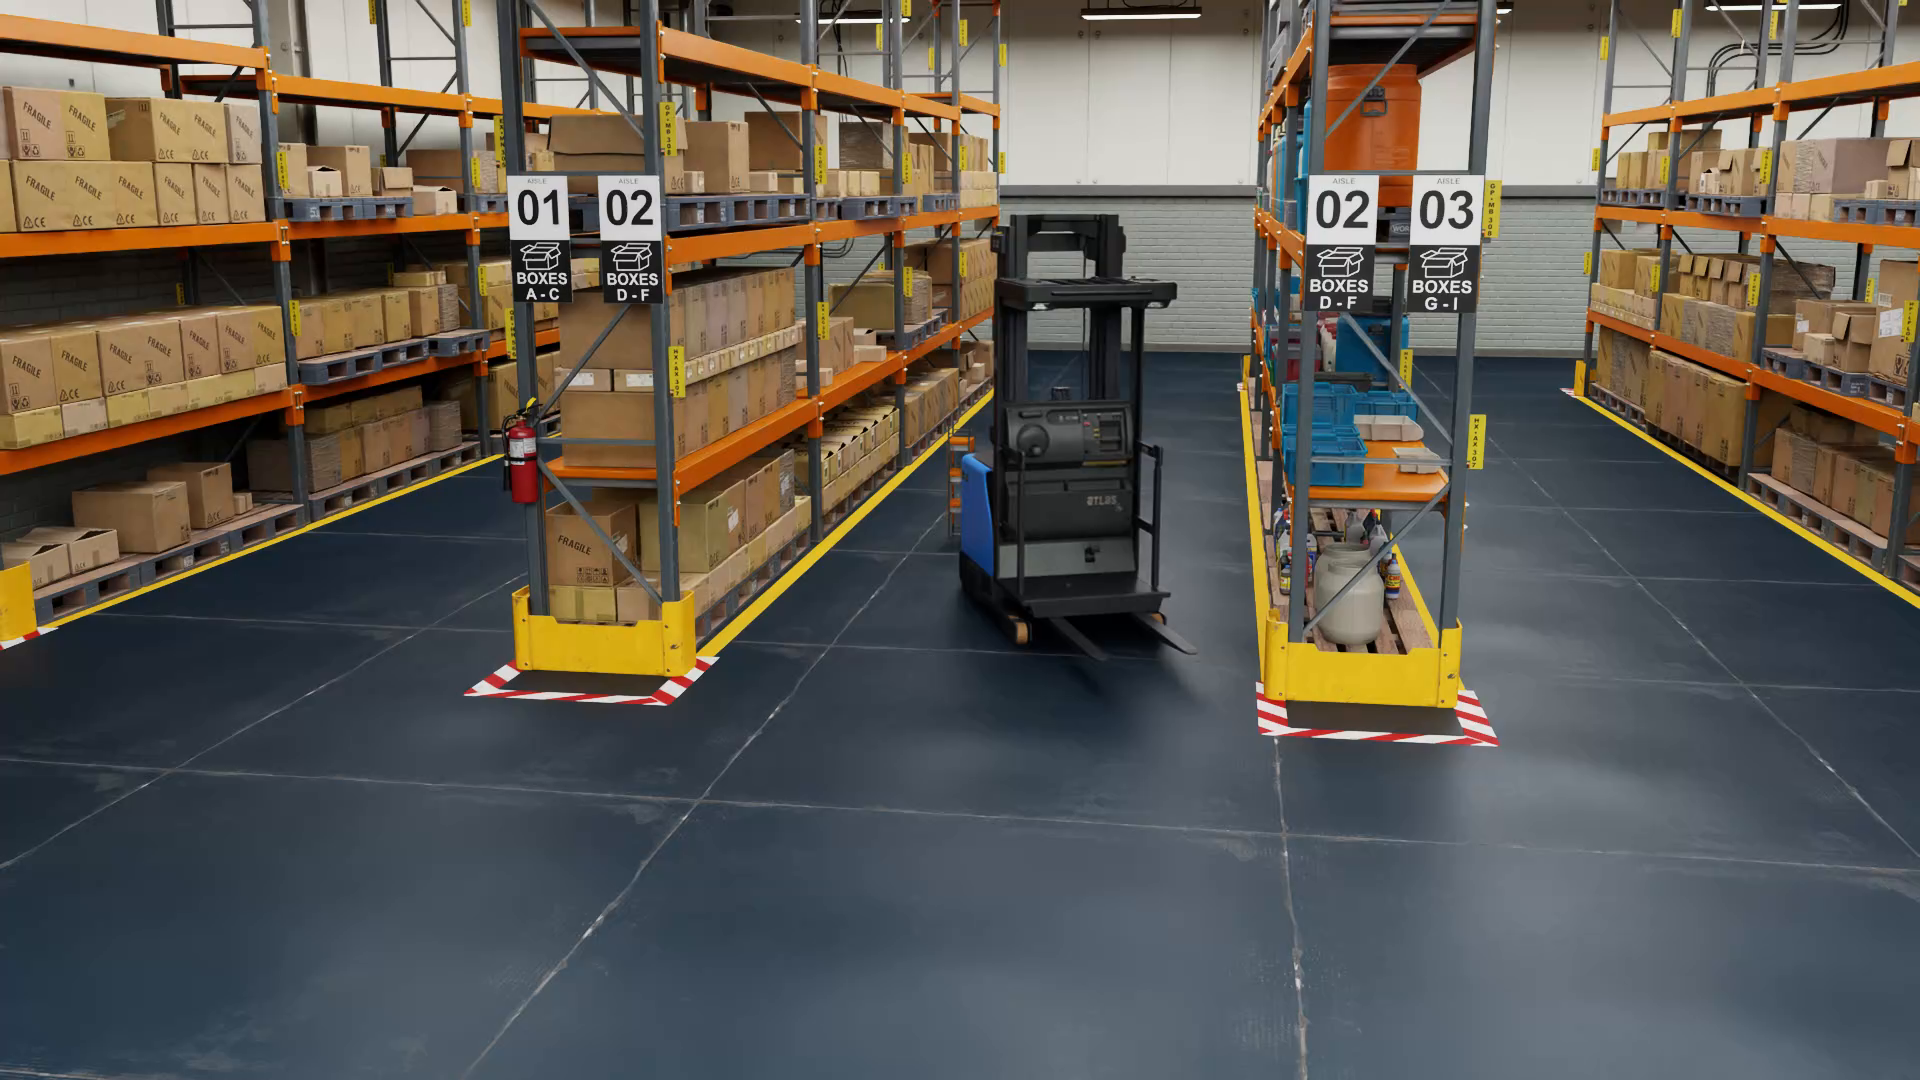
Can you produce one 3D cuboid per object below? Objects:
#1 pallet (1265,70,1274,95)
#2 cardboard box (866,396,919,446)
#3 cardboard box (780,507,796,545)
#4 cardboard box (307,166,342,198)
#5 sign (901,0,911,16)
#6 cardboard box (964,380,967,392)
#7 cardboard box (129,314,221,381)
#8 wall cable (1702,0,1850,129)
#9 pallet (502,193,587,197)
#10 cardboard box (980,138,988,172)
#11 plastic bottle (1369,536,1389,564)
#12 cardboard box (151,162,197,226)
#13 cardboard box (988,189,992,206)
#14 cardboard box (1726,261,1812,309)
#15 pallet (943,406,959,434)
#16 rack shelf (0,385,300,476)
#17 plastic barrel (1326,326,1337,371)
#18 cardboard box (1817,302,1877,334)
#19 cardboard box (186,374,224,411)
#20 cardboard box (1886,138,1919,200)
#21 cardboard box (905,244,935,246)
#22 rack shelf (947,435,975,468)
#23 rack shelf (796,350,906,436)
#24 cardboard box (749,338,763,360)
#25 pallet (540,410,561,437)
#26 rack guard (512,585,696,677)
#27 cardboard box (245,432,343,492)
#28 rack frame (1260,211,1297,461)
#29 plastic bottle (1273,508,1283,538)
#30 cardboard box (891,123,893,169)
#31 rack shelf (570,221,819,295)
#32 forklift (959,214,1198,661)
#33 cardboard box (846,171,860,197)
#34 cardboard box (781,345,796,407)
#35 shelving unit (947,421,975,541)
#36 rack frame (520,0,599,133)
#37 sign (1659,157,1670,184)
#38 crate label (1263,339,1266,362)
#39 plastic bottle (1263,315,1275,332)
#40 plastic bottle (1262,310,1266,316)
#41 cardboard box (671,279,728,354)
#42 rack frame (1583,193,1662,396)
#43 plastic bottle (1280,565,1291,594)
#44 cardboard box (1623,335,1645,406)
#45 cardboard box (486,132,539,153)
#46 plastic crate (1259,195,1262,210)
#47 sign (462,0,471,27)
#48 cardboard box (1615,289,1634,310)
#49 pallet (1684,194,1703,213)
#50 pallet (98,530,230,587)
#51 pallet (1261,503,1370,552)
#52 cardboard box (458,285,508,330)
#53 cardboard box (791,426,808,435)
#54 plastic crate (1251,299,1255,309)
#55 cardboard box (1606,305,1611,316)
[{"bbox_3d":[3.911,-4.930,17.905,1.213,0.211,1.003,2,12,9],"label":"pallet"},{"bbox_3d":[-0.772,-1.375,19.145,0.500,0.500,0.500,2,12,11],"label":"cardboard box"},{"bbox_3d":[-1.681,-0.118,13.950,0.500,0.250,0.500,2,12,9],"label":"cardboard box"},{"bbox_3d":[-6.377,-3.491,16.168,0.500,0.311,0.500,2,12,10],"label":"cardboard box"},{"bbox_3d":[-0.575,-5.746,17.704,0.100,0.325,0.005,2,12,9],"label":"sign"},{"bbox_3d":[-0.107,-2.220,23.857,0.380,0.166,0.250,2,12,9],"label":"cardboard box"},{"bbox_3d":[-6.561,-1.610,13.872,0.500,0.500,0.500,2,12,7],"label":"cardboard box"},{"bbox_3d":[14.170,-9.211,28.738,2.277,5.999,0.120,2,12,9],"label":"wall cable"},{"bbox_3d":[-5.496,-4.470,21.947,0.805,0.209,1.217,1,12,6],"label":"pallet"},{"bbox_3d":[0.043,-5.859,25.328,0.700,0.500,0.500,2,12,9],"label":"cardboard box"},{"bbox_3d":[3.232,0.098,12.840,0.152,0.276,0.135,2,12,10],"label":"plastic bottle"},{"bbox_3d":[-6.606,-2.814,13.527,0.500,0.500,0.500,1,12,6],"label":"cardboard box"},{"bbox_3d":[0.200,-5.136,24.941,0.500,0.250,0.500,2,12,9],"label":"cardboard box"},{"bbox_3d":[8.895,-2.802,18.255,0.797,0.503,0.637,2,12,10],"label":"cardboard box"},{"bbox_3d":[-0.597,-1.596,21.897,1.003,0.211,1.213,2,12,9],"label":"pallet"},{"bbox_3d":[-6.942,-0.856,13.552,1.077,0.370,4.000,2,12,9],"label":"rack shelf"},{"bbox_3d":[3.631,-1.714,15.504,0.433,0.535,0.433,0,12,0],"label":"plastic barrel"},{"bbox_3d":[8.633,-1.996,15.901,0.700,0.500,0.500,4,13,17],"label":"cardboard box"},{"bbox_3d":[-6.555,-1.243,13.951,0.500,0.250,0.500,2,12,8],"label":"cardboard box"},{"bbox_3d":[8.363,-3.155,14.152,0.797,0.503,0.637,2,12,11],"label":"cardboard box"},{"bbox_3d":[-0.611,-3.888,23.301,0.500,0.500,0.500,2,12,8],"label":"cardboard box"},{"bbox_3d":[0.008,-0.791,14.877,0.215,0.259,0.240,2,12,9],"label":"rack shelf"},{"bbox_3d":[-1.432,-1.529,16.675,1.077,0.370,4.000,2,12,9],"label":"rack shelf"},{"bbox_3d":[-1.766,-1.502,13.067,0.380,0.149,0.250,2,12,10],"label":"cardboard box"},{"bbox_3d":[-5.634,-1.508,21.491,1.003,0.211,1.213,2,12,9],"label":"pallet"},{"bbox_3d":[-2.358,0.595,11.044,1.175,0.500,0.348,2,12,9],"label":"rack guard"},{"bbox_3d":[-6.538,-0.771,16.339,0.700,0.500,0.500,2,12,11],"label":"cardboard box"},{"bbox_3d":[3.770,-2.136,17.783,1.000,3.000,0.127,2,12,9],"label":"rack frame"},{"bbox_3d":[2.672,-0.132,13.918,0.097,0.271,0.097,0,12,0],"label":"plastic bottle"},{"bbox_3d":[-0.972,-4.498,19.012,0.500,0.500,0.500,2,12,9],"label":"cardboard box"},{"bbox_3d":[-2.047,-2.162,12.495,1.077,0.370,4.000,2,12,9],"label":"rack shelf"},{"bbox_3d":[0.837,-0.788,11.694,1.130,2.935,3.031,-3,12,-13],"label":"forklift"},{"bbox_3d":[-1.300,-3.570,16.680,0.500,0.250,0.500,2,12,8],"label":"cardboard box"},{"bbox_3d":[-1.801,-1.420,14.227,0.700,0.500,0.500,2,12,7],"label":"cardboard box"},{"bbox_3d":[0.008,-0.524,14.934,0.215,1.050,0.252,2,12,9],"label":"shelving unit"},{"bbox_3d":[-5.404,-6.222,22.504,1.000,3.000,0.127,2,12,9],"label":"rack frame"},{"bbox_3d":[8.730,-4.583,20.605,0.100,0.325,0.005,2,12,9],"label":"sign"},{"bbox_3d":[3.335,-1.978,17.450,0.303,0.233,0.416,2,12,9],"label":"crate label"},{"bbox_3d":[3.795,-2.631,20.375,0.152,0.276,0.135,2,12,9],"label":"plastic bottle"},{"bbox_3d":[3.872,-2.770,21.033,0.097,0.271,0.097,0,12,0],"label":"plastic bottle"},{"bbox_3d":[-2.110,-1.637,12.152,0.700,0.500,0.500,2,12,9],"label":"cardboard box"},{"bbox_3d":[9.894,-3.640,24.765,1.000,3.000,0.127,2,12,9],"label":"rack frame"},{"bbox_3d":[2.389,0.286,12.144,0.097,0.201,0.097,0,12,0],"label":"plastic bottle"},{"bbox_3d":[9.598,-2.297,22.576,0.875,0.875,0.875,2,12,9],"label":"cardboard box"},{"bbox_3d":[-5.739,-5.092,21.318,0.500,0.250,0.500,1,12,7],"label":"cardboard box"},{"bbox_3d":[4.151,-4.429,21.807,0.450,0.188,0.662,2,12,9],"label":"plastic crate"},{"bbox_3d":[-5.482,-5.869,18.461,0.100,0.325,0.005,2,12,9],"label":"sign"},{"bbox_3d":[9.324,-3.300,22.834,0.500,0.250,0.500,2,12,8],"label":"cardboard box"},{"bbox_3d":[9.187,-3.988,19.713,0.805,0.209,1.217,1,12,6],"label":"pallet"},{"bbox_3d":[-6.888,0.135,13.866,1.003,0.211,1.213,2,12,9],"label":"pallet"},{"bbox_3d":[3.237,-0.104,14.977,1.003,0.211,1.213,2,12,9],"label":"pallet"},{"bbox_3d":[-5.692,-2.753,19.659,0.500,0.500,0.500,2,12,10],"label":"cardboard box"},{"bbox_3d":[-1.726,-1.010,16.758,0.500,0.311,0.500,2,12,8],"label":"cardboard box"},{"bbox_3d":[4.401,-3.455,24.390,0.250,0.136,0.298,2,12,9],"label":"plastic crate"},{"bbox_3d":[9.357,-3.240,23.506,0.380,0.149,0.250,2,12,8],"label":"cardboard box"}]
